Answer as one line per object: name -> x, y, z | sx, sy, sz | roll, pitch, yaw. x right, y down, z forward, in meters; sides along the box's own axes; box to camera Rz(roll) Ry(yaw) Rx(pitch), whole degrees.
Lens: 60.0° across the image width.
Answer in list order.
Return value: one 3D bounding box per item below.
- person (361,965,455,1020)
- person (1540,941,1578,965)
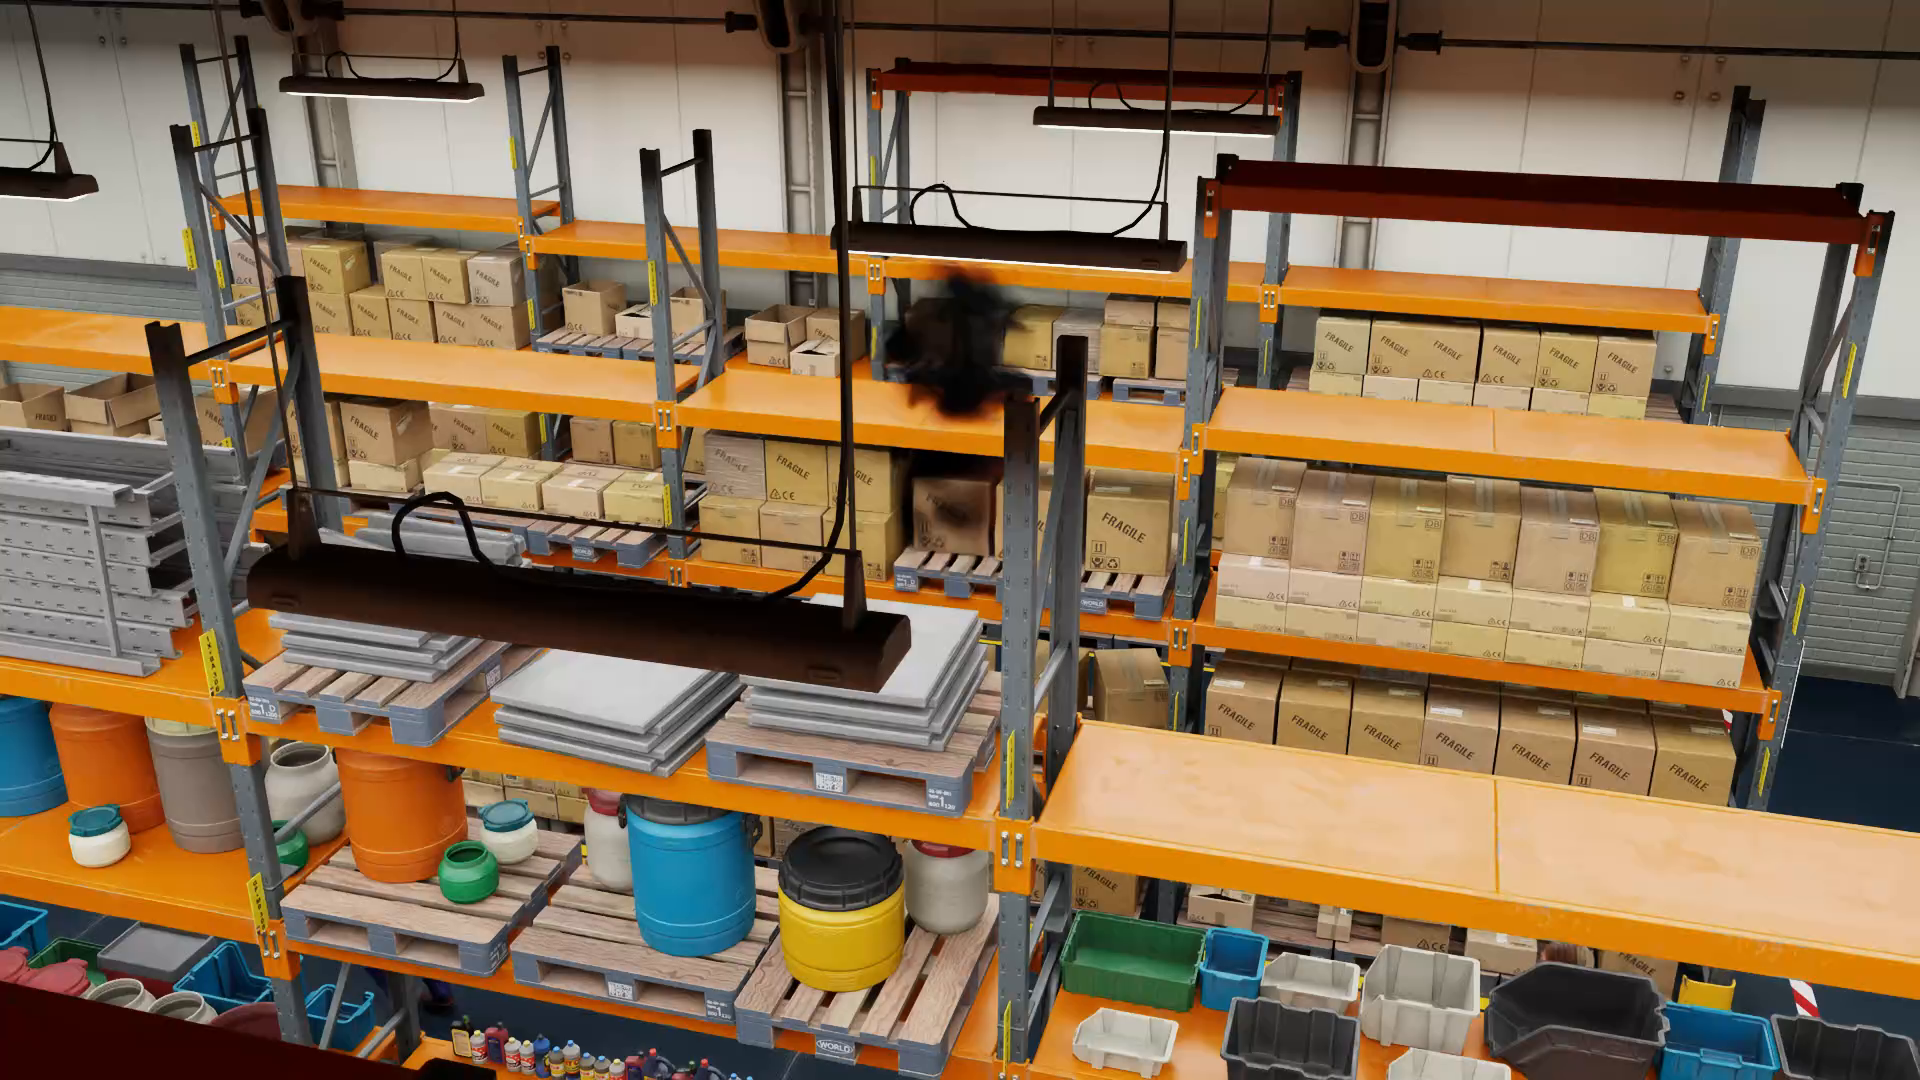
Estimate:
person -> -4.100, 2.757, 12.057 | 0.691, 1.692, 0.619 | 6, 23, 14
person -> 3.813, 3.270, 10.903 | 0.558, 1.553, 0.586 | 2, 23, 5
